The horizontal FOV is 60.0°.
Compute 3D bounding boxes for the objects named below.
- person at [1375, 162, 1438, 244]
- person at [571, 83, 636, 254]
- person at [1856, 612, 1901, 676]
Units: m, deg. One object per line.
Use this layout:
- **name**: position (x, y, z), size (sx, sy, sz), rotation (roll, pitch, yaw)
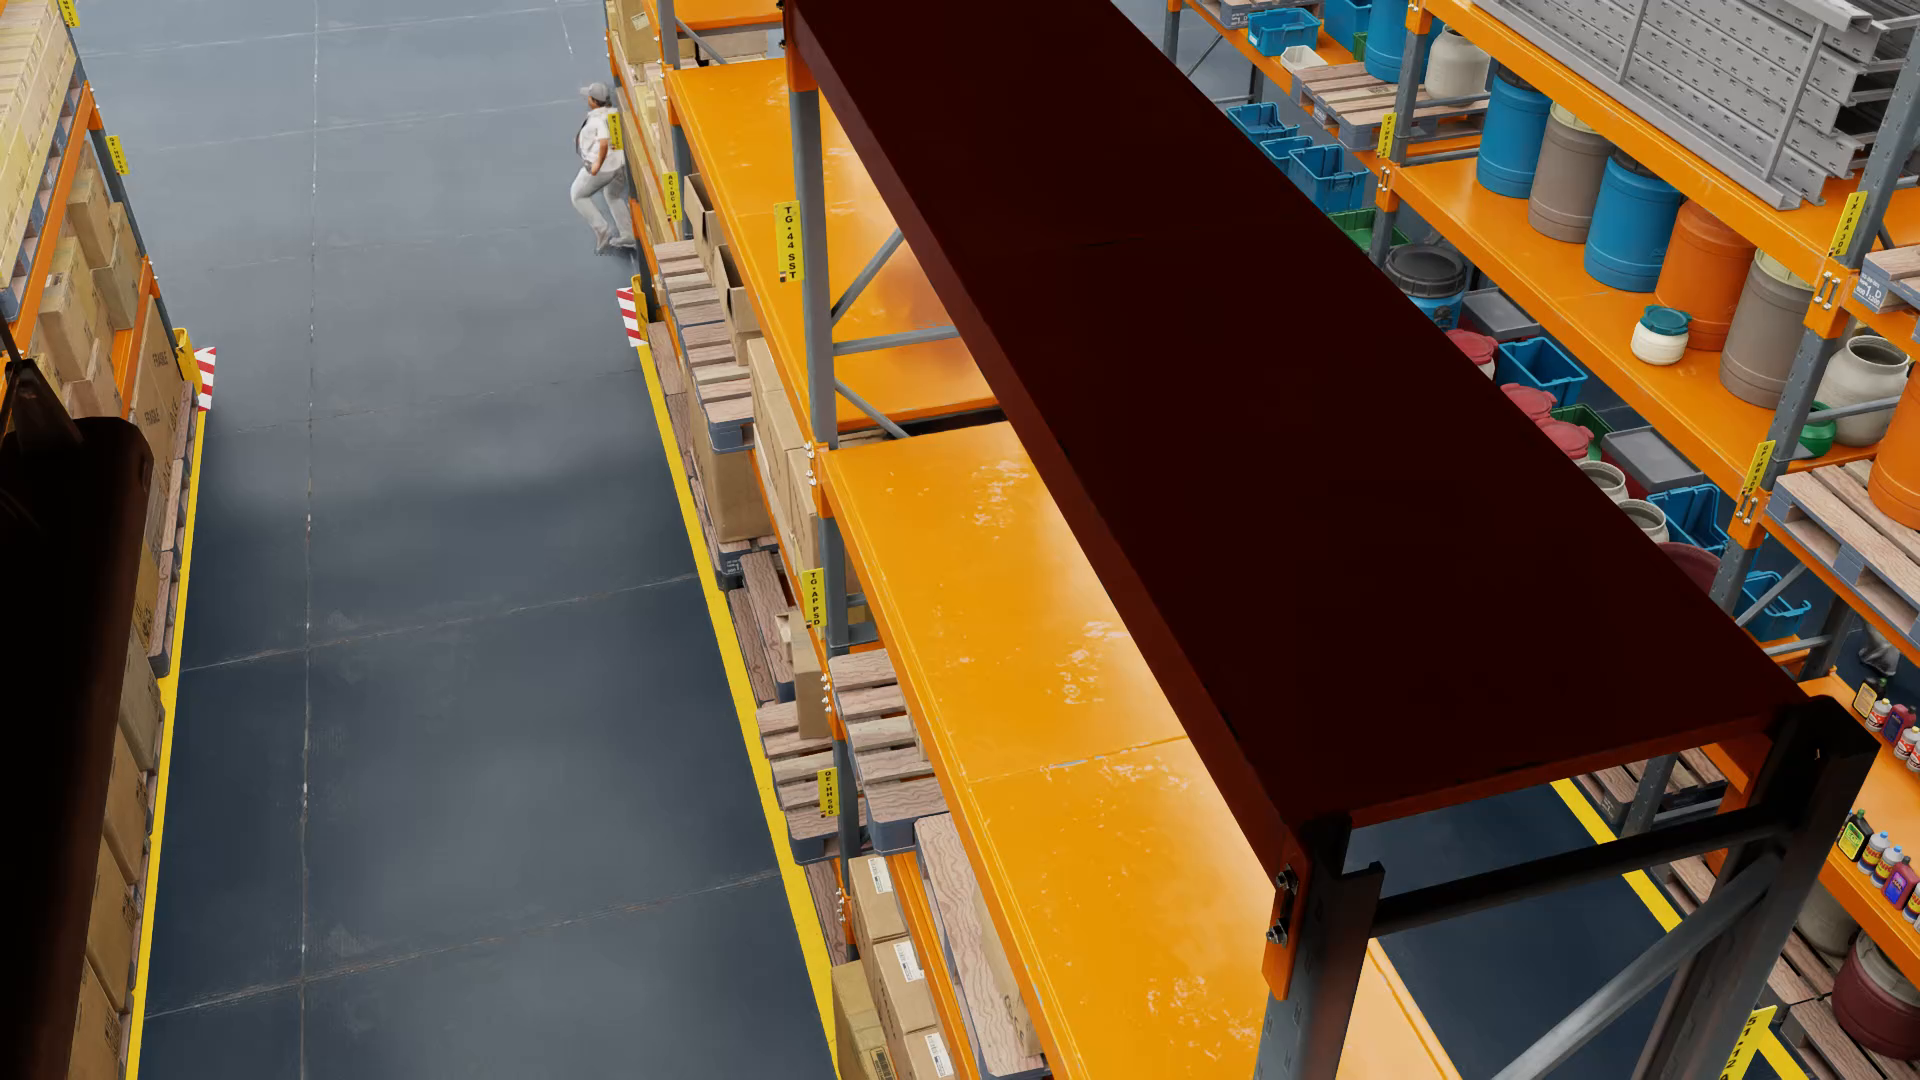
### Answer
- **person**: position (4.348, -3.569, 16.020), size (0.929, 1.585, 0.566), rotation (27, 46, 30)
- **person**: position (-3.448, -3.608, 16.065), size (0.596, 1.649, 0.601), rotation (16, 41, 20)
- **person**: position (6.391, 0.157, 11.290), size (0.561, 1.661, 0.562), rotation (-10, 39, -12)
